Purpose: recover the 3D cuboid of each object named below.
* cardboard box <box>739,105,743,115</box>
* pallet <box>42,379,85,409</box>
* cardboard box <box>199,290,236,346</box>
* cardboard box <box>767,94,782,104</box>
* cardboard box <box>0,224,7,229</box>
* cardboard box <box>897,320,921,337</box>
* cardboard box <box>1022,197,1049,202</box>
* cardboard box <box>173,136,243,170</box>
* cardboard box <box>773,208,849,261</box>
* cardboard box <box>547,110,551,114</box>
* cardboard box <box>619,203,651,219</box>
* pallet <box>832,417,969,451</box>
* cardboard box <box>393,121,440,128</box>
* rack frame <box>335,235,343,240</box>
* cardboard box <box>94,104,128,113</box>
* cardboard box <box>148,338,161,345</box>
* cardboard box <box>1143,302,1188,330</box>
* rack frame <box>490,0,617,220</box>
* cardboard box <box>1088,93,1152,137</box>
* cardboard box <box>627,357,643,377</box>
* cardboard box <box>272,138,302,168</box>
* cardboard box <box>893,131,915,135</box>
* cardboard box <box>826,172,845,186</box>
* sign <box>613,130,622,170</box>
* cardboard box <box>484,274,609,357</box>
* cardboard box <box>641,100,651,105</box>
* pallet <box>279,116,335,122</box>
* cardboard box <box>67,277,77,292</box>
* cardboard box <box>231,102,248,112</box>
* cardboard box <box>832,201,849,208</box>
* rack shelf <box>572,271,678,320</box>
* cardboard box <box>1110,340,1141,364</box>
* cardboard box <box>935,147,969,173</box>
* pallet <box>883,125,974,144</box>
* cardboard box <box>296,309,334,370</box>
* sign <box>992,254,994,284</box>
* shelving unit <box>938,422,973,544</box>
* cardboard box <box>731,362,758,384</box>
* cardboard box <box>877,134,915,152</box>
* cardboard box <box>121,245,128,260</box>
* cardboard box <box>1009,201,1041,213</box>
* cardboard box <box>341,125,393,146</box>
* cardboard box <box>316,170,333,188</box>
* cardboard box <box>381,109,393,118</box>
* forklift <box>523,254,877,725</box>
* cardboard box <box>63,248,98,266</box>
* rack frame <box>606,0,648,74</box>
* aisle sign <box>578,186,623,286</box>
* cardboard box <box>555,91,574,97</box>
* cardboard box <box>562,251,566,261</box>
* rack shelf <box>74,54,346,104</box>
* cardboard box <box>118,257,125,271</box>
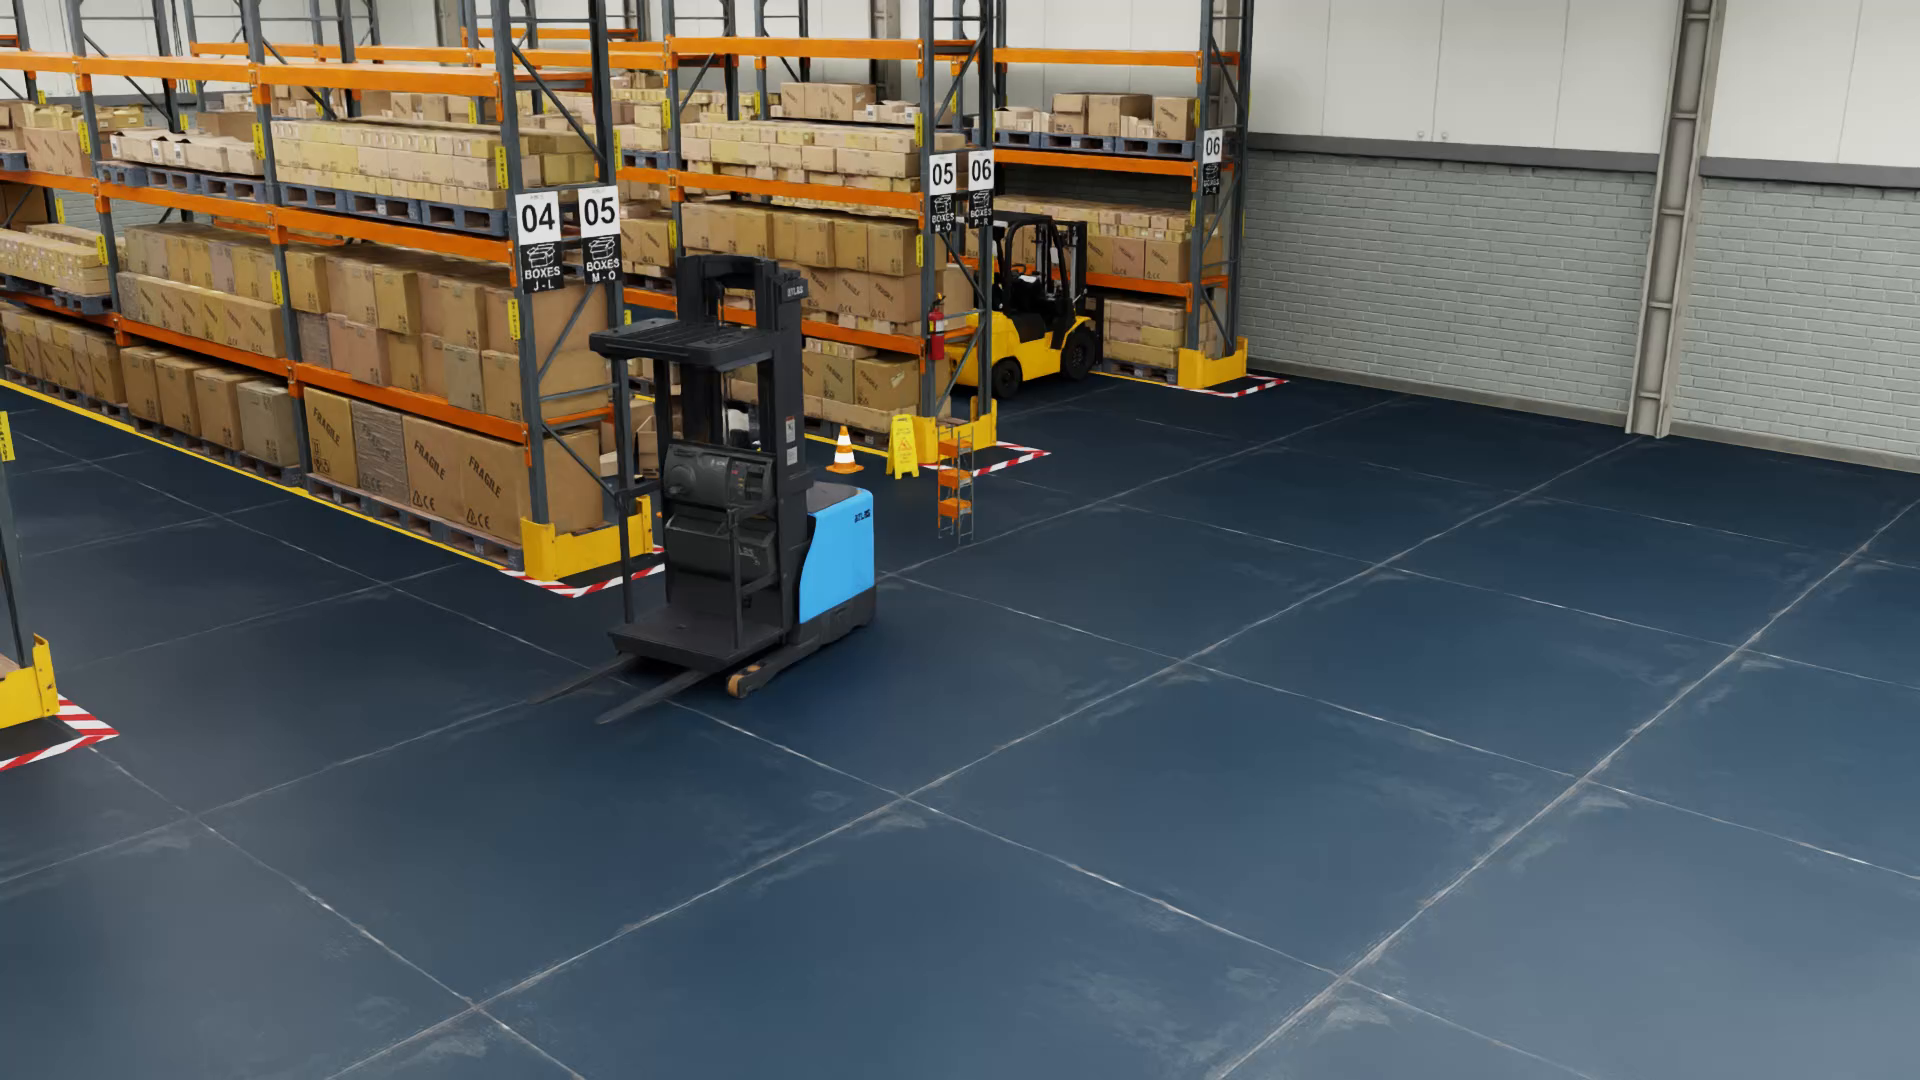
[{"bbox_3d":[-3.327,-6.733,25.999,0.250,0.149,0.380,14,23,38],"label":"cardboard box"},{"bbox_3d":[-10.715,-1.921,20.815,1.213,0.211,1.003,15,23,39],"label":"pallet"},{"bbox_3d":[-7.555,-2.339,17.359,0.500,0.500,0.500,15,23,40],"label":"cardboard box"},{"bbox_3d":[-2.813,-6.938,26.153,0.250,0.149,0.380,14,22,37],"label":"cardboard box"},{"bbox_3d":[-12.764,-3.873,21.701,0.500,0.500,0.500,15,23,39],"label":"cardboard box"},{"bbox_3d":[-0.451,-2.288,17.779,0.250,0.149,0.380,16,24,41],"label":"cardboard box"},{"bbox_3d":[1.077,-4.701,23.238,0.250,0.149,0.380,15,23,39],"label":"cardboard box"},{"bbox_3d":[-7.688,-3.982,17.028,0.500,0.311,0.500,14,22,37],"label":"cardboard box"},{"bbox_3d":[-1.661,-3.415,18.603,0.500,0.500,0.700,15,23,39],"label":"cardboard box"},{"bbox_3d":[-7.108,-7.496,29.228,0.250,0.149,0.380,15,23,40],"label":"cardboard box"},{"bbox_3d":[-4.041,-4.060,20.524,0.250,0.149,0.380,14,22,38],"label":"cardboard box"},{"bbox_3d":[-0.671,-1.239,18.666,1.213,0.211,1.003,15,23,39],"label":"pallet"},{"bbox_3d":[-4.988,-3.778,15.335,0.250,0.149,0.380,15,23,39],"label":"cardboard box"},{"bbox_3d":[-9.005,-4.791,25.249,0.127,3.000,1.000,15,23,39],"label":"rack frame"},{"bbox_3d":[-9.945,-4.979,19.453,0.258,0.266,0.396,15,23,39],"label":"cardboard box"},{"bbox_3d":[-9.578,-2.407,19.936,0.500,0.250,0.500,14,22,37],"label":"cardboard box"},{"bbox_3d":[2.711,-2.893,21.468,0.500,0.250,0.500,16,24,41],"label":"cardboard box"},{"bbox_3d":[-3.240,-4.101,13.157,0.127,3.000,1.000,15,23,39],"label":"rack frame"},{"bbox_3d":[2.070,-5.493,21.476,0.500,0.500,0.700,15,23,40],"label":"cardboard box"},{"bbox_3d":[-3.955,-2.381,21.304,0.950,0.372,0.625,-17,24,-42],"label":"cardboard box"},{"bbox_3d":[-6.052,-3.631,15.531,0.500,0.250,0.500,15,23,40],"label":"cardboard box"},{"bbox_3d":[-0.505,-4.300,17.841,0.250,0.149,0.380,15,23,39],"label":"cardboard box"},{"bbox_3d":[-1.229,-3.909,17.926,0.250,0.149,0.380,15,23,39],"label":"cardboard box"},{"bbox_3d":[-2.867,-3.250,13.858,0.005,0.325,0.100,15,23,39],"label":"sign"},{"bbox_3d":[-3.492,-1.911,14.141,0.550,0.550,0.875,15,23,39],"label":"cardboard box"},{"bbox_3d":[-4.988,-7.118,27.179,0.250,0.149,0.380,15,23,39],"label":"cardboard box"},{"bbox_3d":[-9.610,-6.345,25.334,1.213,0.211,1.003,15,23,39],"label":"pallet"},{"bbox_3d":[-10.082,-2.973,19.243,0.250,0.149,0.380,15,23,39],"label":"cardboard box"},{"bbox_3d":[-11.335,-6.881,26.433,0.250,0.149,0.380,16,24,41],"label":"cardboard box"},{"bbox_3d":[-1.706,-5.081,24.925,0.250,0.149,0.380,16,23,40],"label":"cardboard box"},{"bbox_3d":[-4.517,-3.243,21.562,4.000,0.370,1.077,15,23,39],"label":"rack shelf"},{"bbox_3d":[2.336,-2.520,21.944,0.500,0.250,0.500,15,23,39],"label":"cardboard box"},{"bbox_3d":[-0.229,-4.043,17.689,0.500,0.250,0.500,15,23,38],"label":"cardboard box"},{"bbox_3d":[-0.398,-5.821,23.853,1.217,0.209,0.805,14,22,37],"label":"pallet"},{"bbox_3d":[-5.948,-2.045,16.347,0.550,0.550,0.875,15,23,39],"label":"cardboard box"},{"bbox_3d":[0.330,-2.917,17.913,0.005,0.325,0.100,15,23,39],"label":"sign"},{"bbox_3d":[-0.040,-0.511,14.987,0.252,1.050,0.215,15,23,39],"label":"shelving unit"},{"bbox_3d":[-2.351,-2.147,19.531,0.500,0.500,0.500,16,24,41],"label":"cardboard box"},{"bbox_3d":[-0.646,-4.133,17.315,0.250,0.149,0.380,16,23,40],"label":"cardboard box"},{"bbox_3d":[-9.643,-3.402,19.609,0.250,0.149,0.380,14,23,38],"label":"cardboard box"},{"bbox_3d":[0.889,-4.520,22.665,0.250,0.149,0.380,16,23,40],"label":"cardboard box"},{"bbox_3d":[-5.232,-3.577,14.703,0.250,0.149,0.380,15,23,39],"label":"cardboard box"},{"bbox_3d":[-5.617,-3.300,15.148,0.250,0.149,0.380,15,23,38],"label":"cardboard box"},{"bbox_3d":[-7.871,-5.911,23.347,0.396,0.266,0.258,-16,24,-41],"label":"cardboard box"},{"bbox_3d":[-1.831,-0.449,11.680,1.130,2.935,3.031,10,20,29],"label":"forklift"},{"bbox_3d":[-10.080,-3.257,19.154,0.250,0.149,0.380,15,23,39],"label":"cardboard box"},{"bbox_3d":[-5.713,-8.774,27.883,0.127,3.000,1.000,15,23,39],"label":"rack frame"},{"bbox_3d":[-2.988,-2.534,13.840,0.004,0.787,0.394,15,23,39],"label":"aisle sign"},{"bbox_3d":[-6.636,-7.800,28.701,0.500,0.250,0.500,15,23,38],"label":"cardboard box"},{"bbox_3d":[-5.106,-3.741,21.660,0.380,0.149,0.250,-17,24,-42],"label":"cardboard box"},{"bbox_3d":[-7.727,-4.772,17.122,4.000,0.370,1.077,15,23,39],"label":"rack shelf"},{"bbox_3d":[-9.857,-3.319,19.841,0.250,0.149,0.380,14,22,38],"label":"cardboard box"}]
